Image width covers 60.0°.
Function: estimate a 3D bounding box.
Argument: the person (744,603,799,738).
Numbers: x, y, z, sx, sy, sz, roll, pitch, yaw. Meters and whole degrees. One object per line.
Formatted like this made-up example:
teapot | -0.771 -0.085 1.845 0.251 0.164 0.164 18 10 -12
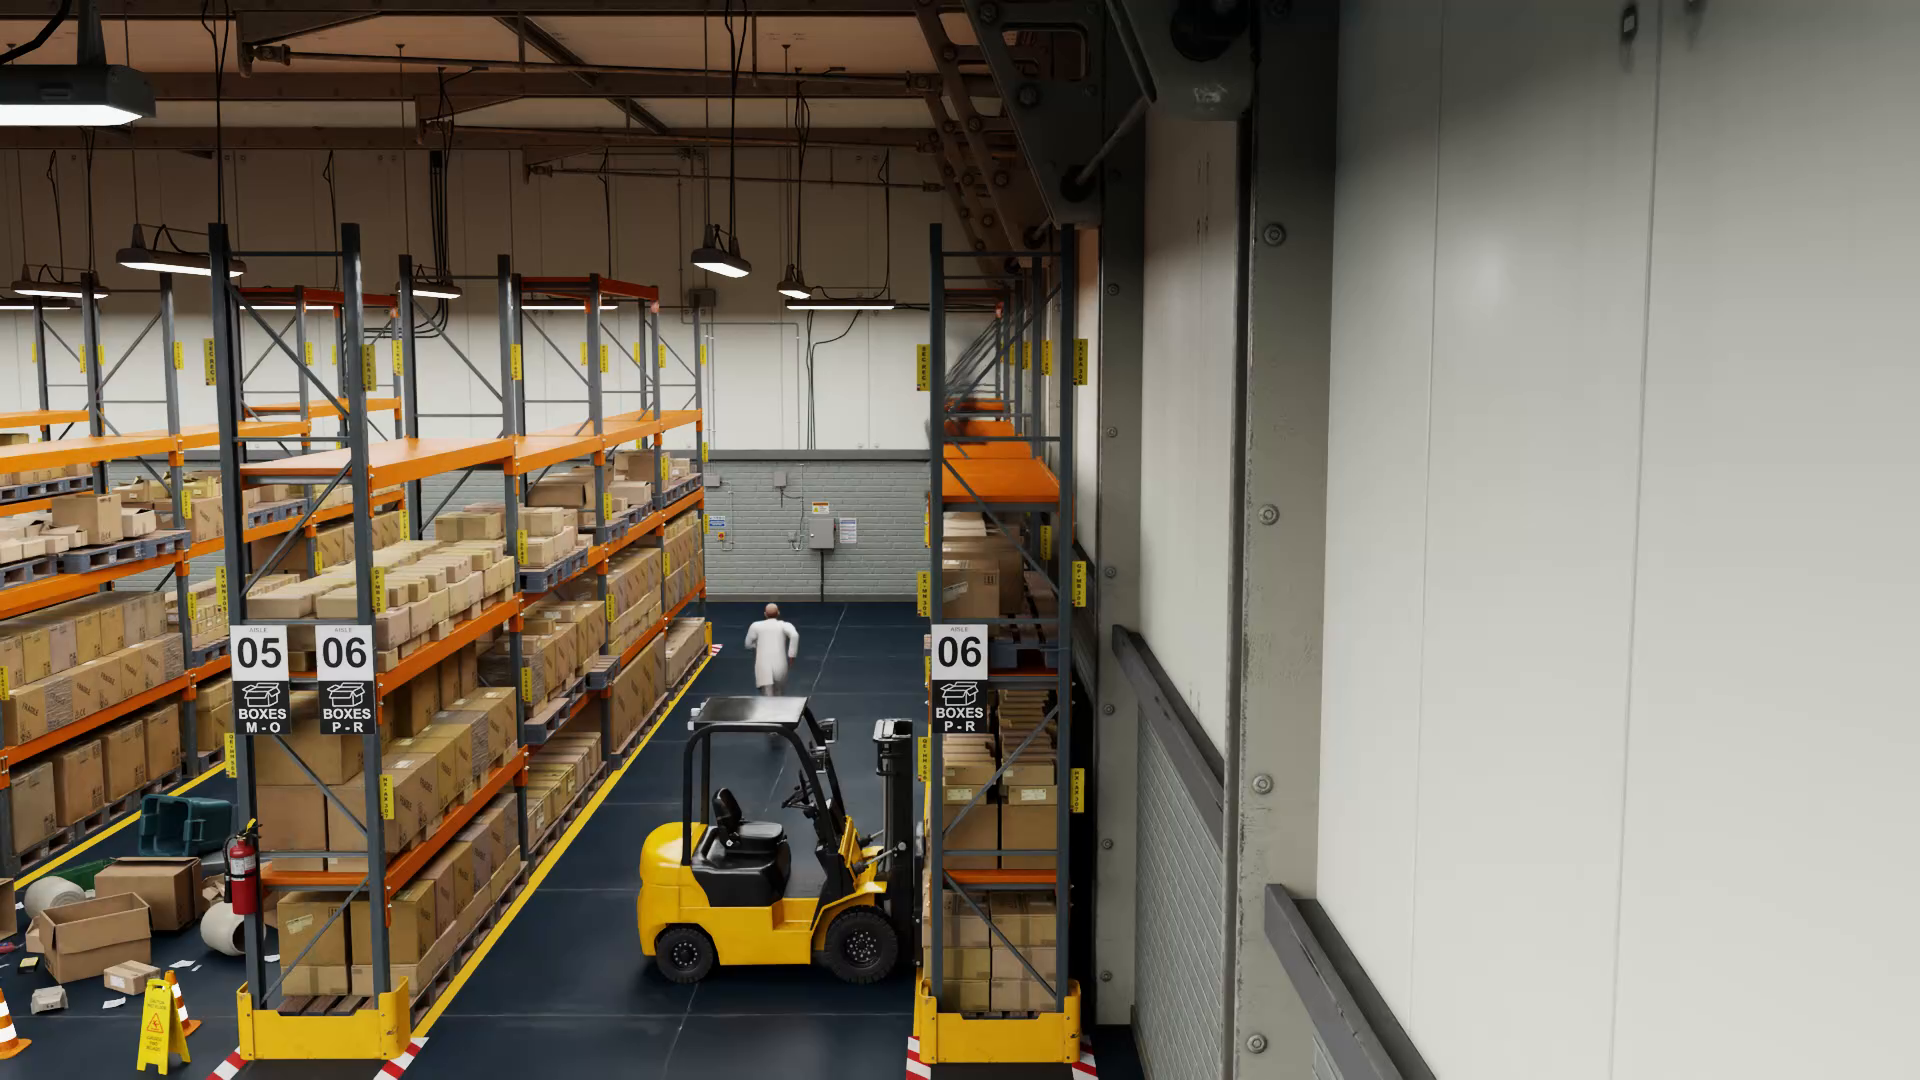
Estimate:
person | -2.465 1.764 21.846 0.701 1.801 1.050 -1 7 -11
